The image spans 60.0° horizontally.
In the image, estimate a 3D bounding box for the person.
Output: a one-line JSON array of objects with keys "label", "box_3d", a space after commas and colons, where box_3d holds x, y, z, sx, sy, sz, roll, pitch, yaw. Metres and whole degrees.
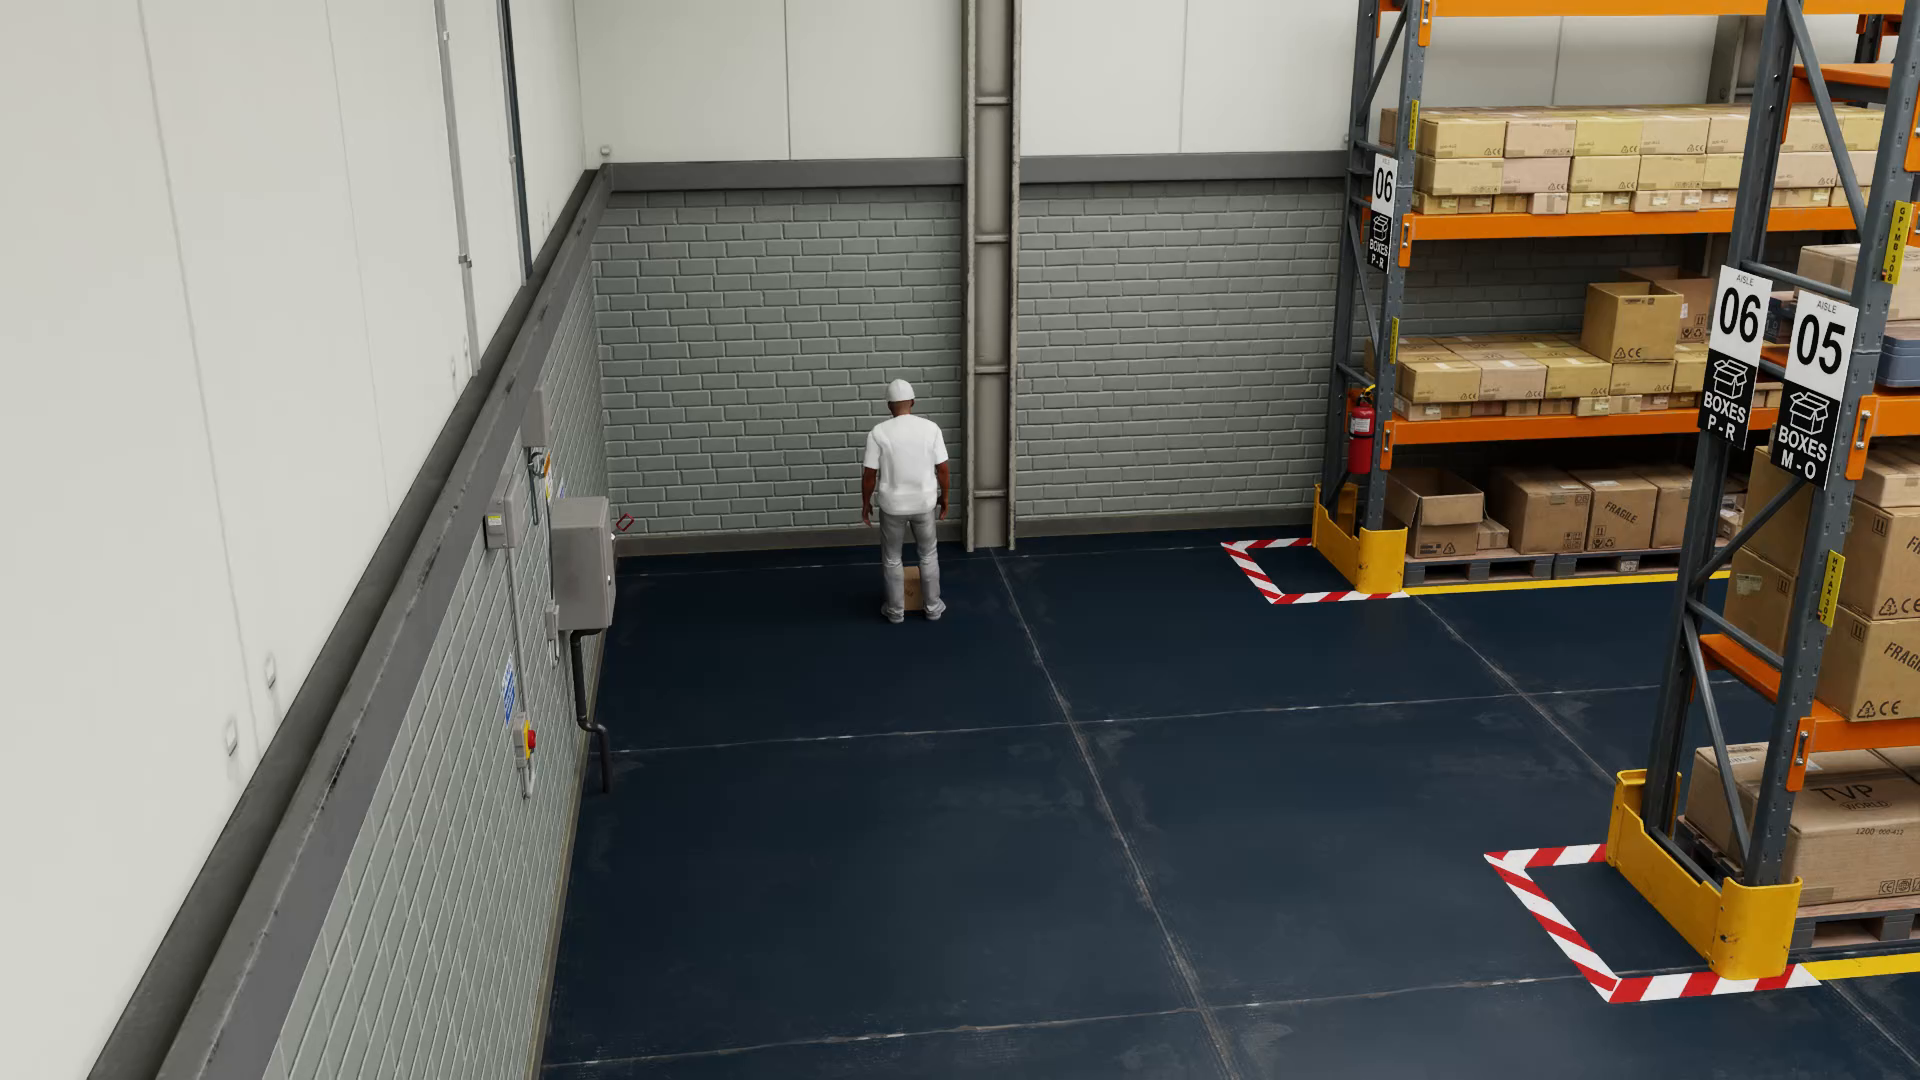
[{"label": "person", "box_3d": [-0.386, -0.272, 11.799, 0.635, 1.761, 0.454, -4, 20, -11]}]
